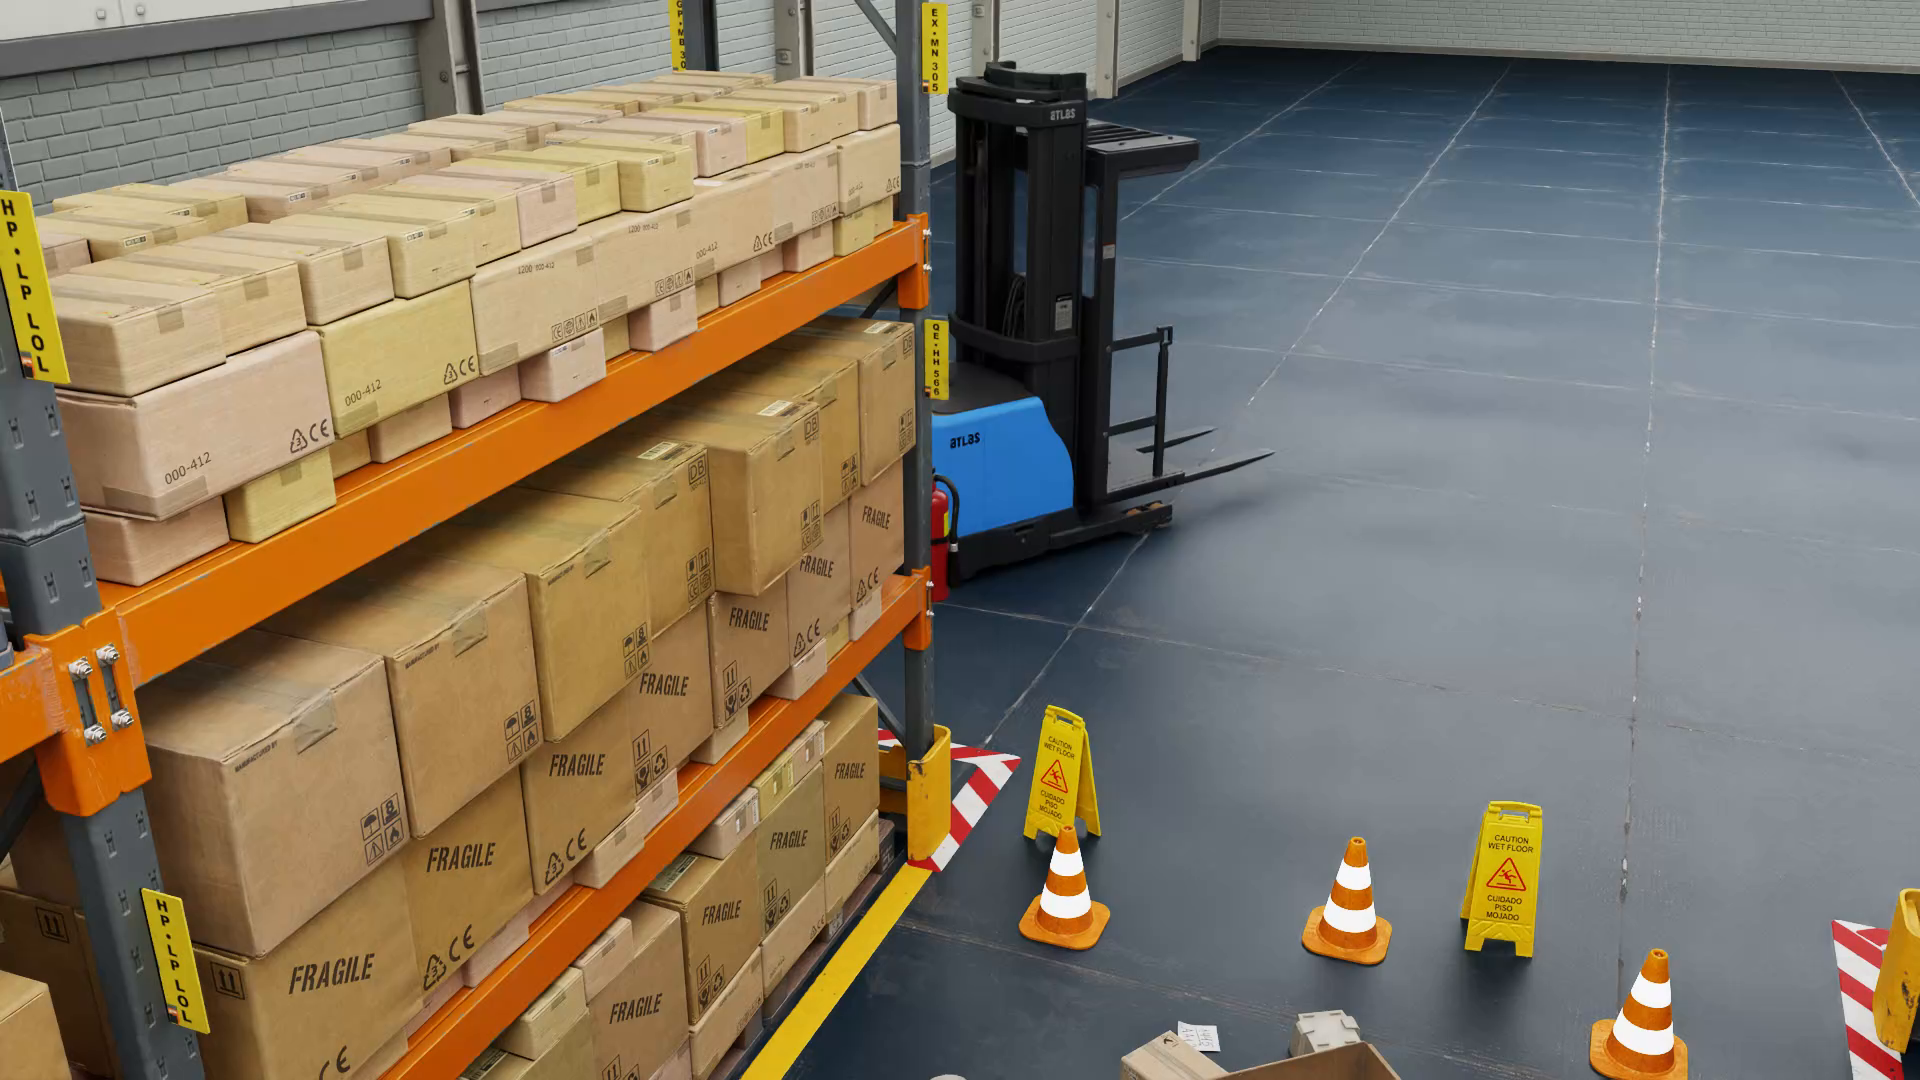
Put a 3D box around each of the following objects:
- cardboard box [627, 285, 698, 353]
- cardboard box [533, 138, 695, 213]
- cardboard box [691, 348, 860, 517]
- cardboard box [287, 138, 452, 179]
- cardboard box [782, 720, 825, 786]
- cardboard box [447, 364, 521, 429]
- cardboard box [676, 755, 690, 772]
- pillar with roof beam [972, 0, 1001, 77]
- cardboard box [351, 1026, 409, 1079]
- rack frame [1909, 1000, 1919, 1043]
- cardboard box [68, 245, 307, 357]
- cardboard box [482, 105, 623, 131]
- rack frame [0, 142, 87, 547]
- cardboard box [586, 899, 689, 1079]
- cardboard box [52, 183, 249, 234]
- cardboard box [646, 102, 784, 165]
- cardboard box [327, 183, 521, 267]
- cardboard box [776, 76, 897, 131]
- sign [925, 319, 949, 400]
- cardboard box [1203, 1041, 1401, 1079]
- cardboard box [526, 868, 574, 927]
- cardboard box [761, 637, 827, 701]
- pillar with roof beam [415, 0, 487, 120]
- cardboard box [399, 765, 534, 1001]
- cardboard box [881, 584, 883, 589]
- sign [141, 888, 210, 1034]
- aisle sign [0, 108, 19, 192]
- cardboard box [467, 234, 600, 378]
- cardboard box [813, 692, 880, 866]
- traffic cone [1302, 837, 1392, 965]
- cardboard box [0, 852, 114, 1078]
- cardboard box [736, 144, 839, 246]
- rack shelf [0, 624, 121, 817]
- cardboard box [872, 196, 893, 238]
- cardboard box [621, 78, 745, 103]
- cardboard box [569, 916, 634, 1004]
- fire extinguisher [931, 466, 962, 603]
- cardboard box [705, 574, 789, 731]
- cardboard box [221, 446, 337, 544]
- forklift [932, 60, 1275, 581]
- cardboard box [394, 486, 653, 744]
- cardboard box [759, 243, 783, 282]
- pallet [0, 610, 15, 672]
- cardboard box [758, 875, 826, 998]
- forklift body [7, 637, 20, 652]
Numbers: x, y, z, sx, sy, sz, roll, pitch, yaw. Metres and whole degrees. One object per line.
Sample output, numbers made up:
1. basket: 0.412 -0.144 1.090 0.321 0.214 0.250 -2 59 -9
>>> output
1. cardboard box: -1.003 -0.674 4.906 0.380 0.149 0.250 8 24 19
2. cardboard box: -0.991 -1.049 4.769 0.380 0.149 0.250 9 24 21
3. cardboard box: -0.784 -0.380 5.956 0.700 0.500 0.500 9 24 21
4. cardboard box: -1.685 -1.048 4.766 0.380 0.149 0.250 9 24 21
5. cardboard box: -0.731 0.765 6.235 0.380 0.149 0.250 10 24 22
6. cardboard box: -1.366 -0.411 4.276 0.380 0.149 0.250 8 24 18
7. cardboard box: -1.128 0.695 5.520 0.380 0.149 0.250 9 24 20
8. pillar with roof beam: 4.376 -9.312 21.368 9.100 9.000 0.400 9 24 20
9. cardboard box: -1.627 1.253 4.184 0.380 0.149 0.250 10 24 22
10. rack frame: 4.032 0.543 5.559 1.000 3.000 0.127 9 24 20
11. cardboard box: -1.598 -0.498 3.449 0.380 0.149 0.250 10 25 22
12. cardboard box: -1.317 -1.313 5.402 0.380 0.149 0.250 9 24 20
13. rack frame: -2.087 -1.466 2.585 1.000 3.000 0.127 9 24 20
14. cardboard box: -1.235 1.480 5.365 0.500 0.500 0.500 10 25 23
15. cardboard box: -1.993 -0.775 4.113 0.380 0.149 0.250 10 24 22
16. cardboard box: -0.804 -1.338 5.462 0.380 0.149 0.250 9 24 20
17. cardboard box: -1.324 -0.777 4.118 0.380 0.149 0.250 8 24 18
18. cardboard box: -0.453 -1.602 6.094 0.380 0.149 0.250 9 24 21
19. sign: -0.094 -0.723 6.677 0.100 0.325 0.005 9 24 20
20. cardboard box: 1.097 2.013 5.277 0.797 0.503 0.637 -7 24 -17
21. cardboard box: -1.362 0.970 4.861 0.380 0.149 0.250 9 24 20
22. cardboard box: -0.716 0.442 6.125 0.380 0.149 0.250 9 24 21
23. pillar with roof beam: -0.081 -5.018 11.088 9.100 9.000 0.400 9 24 20
24. cardboard box: -1.500 0.818 4.385 0.500 0.500 0.500 9 24 20
25. cardboard box: -0.542 0.151 6.823 0.380 0.149 0.250 10 25 22
26. sign: -1.571 0.846 3.331 0.100 0.325 0.005 9 24 20
27. aisle sign: -4.914 -2.020 8.321 0.394 0.787 0.004 9 24 20
28. cardboard box: -1.289 -0.632 4.288 0.500 0.250 0.500 9 24 21
29. cardboard box: -0.657 0.923 6.697 0.500 0.500 0.500 9 24 20
30. traffic cone: 1.593 1.417 6.758 0.336 0.463 0.334 9 24 20
31. cardboard box: -2.153 0.924 4.131 0.500 0.500 0.500 8 24 19
32. cardboard box: -0.742 -1.182 5.605 0.500 0.250 0.500 8 24 19
33. rack shelf: -2.830 0.965 1.589 1.077 0.370 4.000 9 24 20
34. cardboard box: -0.474 -1.230 6.237 0.380 0.149 0.250 9 24 20
35. cardboard box: -1.002 -1.575 6.029 0.380 0.149 0.250 9 24 20
36. cardboard box: -1.229 1.242 5.093 0.380 0.149 0.250 10 25 23
37. fire extinguisher: -0.131 -0.069 7.124 0.296 0.674 0.183 9 24 20
38. cardboard box: -0.927 0.278 5.678 0.500 0.500 0.500 9 24 20
39. cardboard box: -1.592 -0.128 3.599 0.380 0.149 0.250 9 24 20
40. forklift: 0.784 -1.535 10.621 3.031 2.935 1.130 -15 27 -32
41. cardboard box: -1.301 0.175 4.626 0.700 0.500 0.500 8 24 19
42. cardboard box: -0.823 -0.965 5.603 0.380 0.149 0.250 9 24 20
43. pallet: -2.416 0.210 2.707 1.213 0.211 1.003 9 24 20
44. cardboard box: -0.852 1.457 6.392 0.500 0.250 0.500 9 24 20
45. forklift body: -4.222 0.492 6.780 2.313 2.155 1.214 9 24 20
